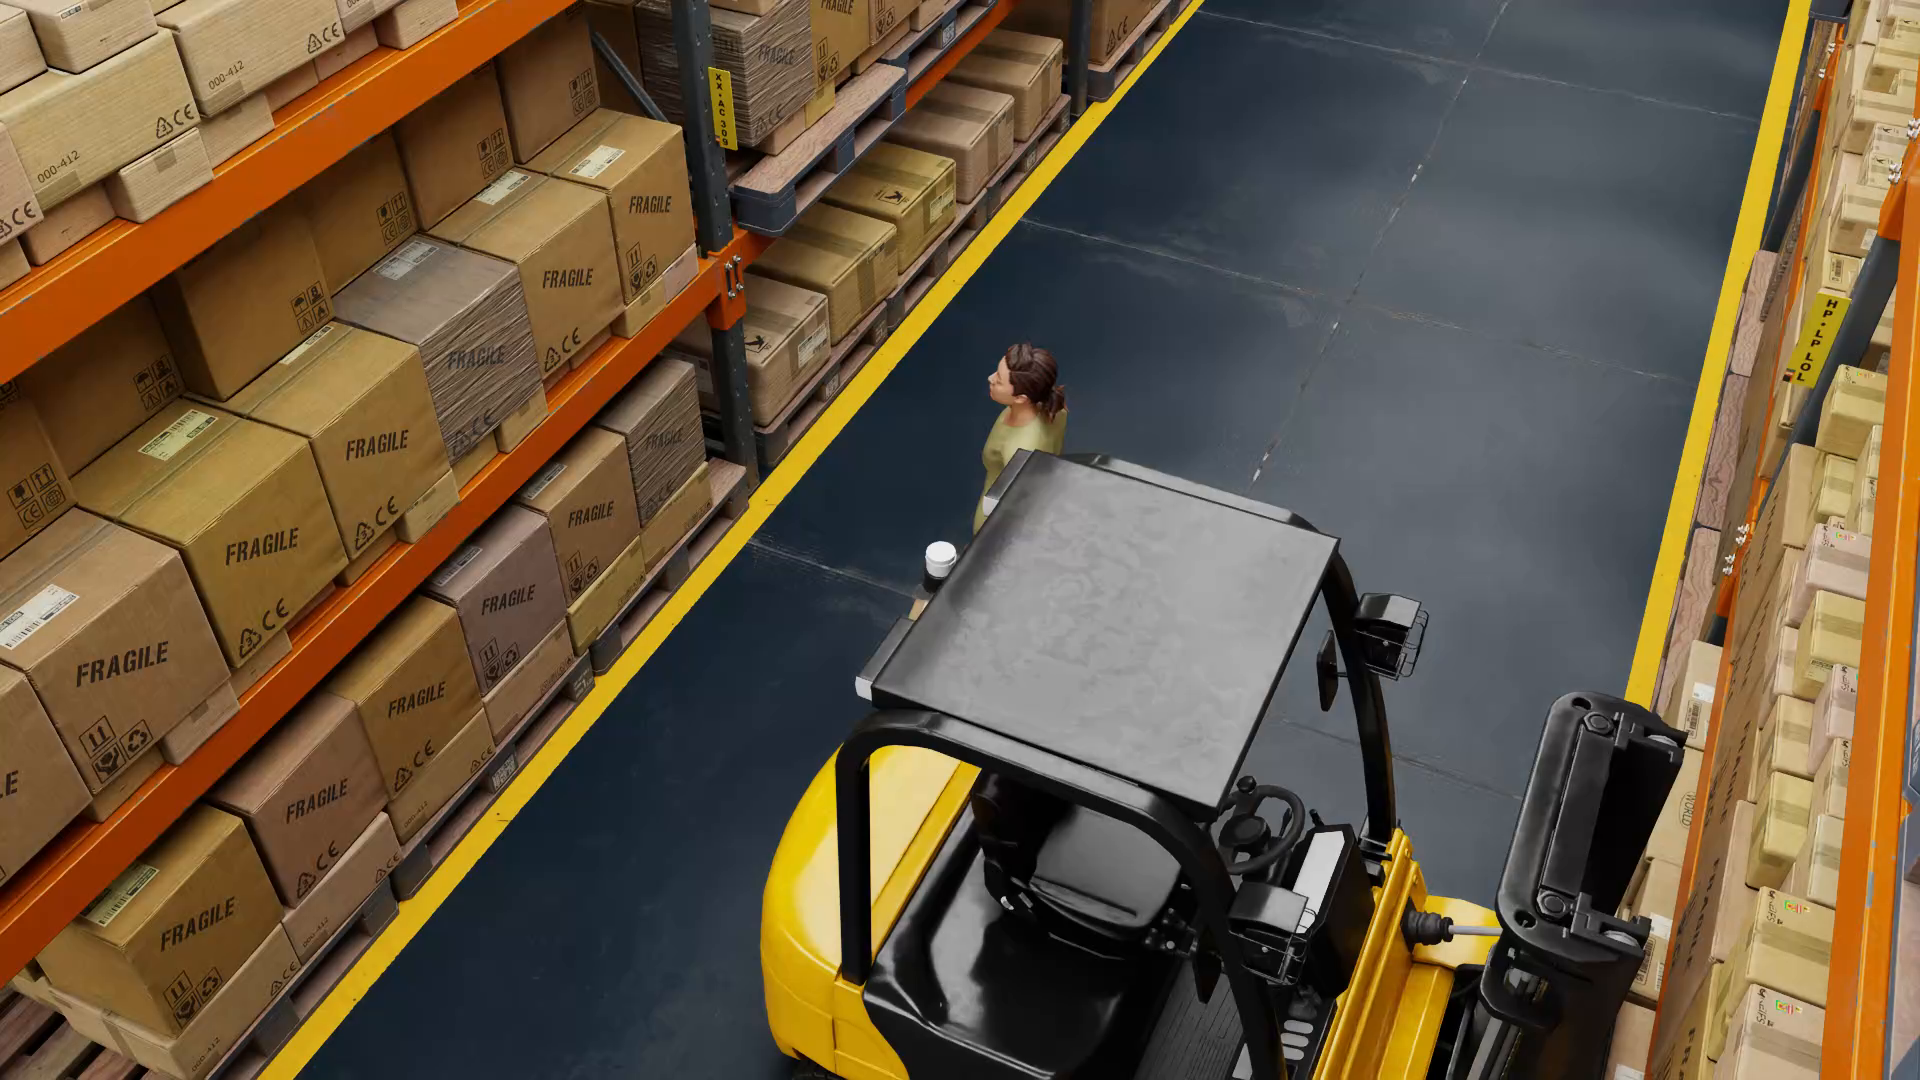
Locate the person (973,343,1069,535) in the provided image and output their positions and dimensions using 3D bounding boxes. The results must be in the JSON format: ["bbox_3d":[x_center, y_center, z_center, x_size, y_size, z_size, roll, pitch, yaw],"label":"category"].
[{"bbox_3d":[0.126,-0.082,6.238,0.547,1.673,0.553,12,43,13],"label":"person"}]
